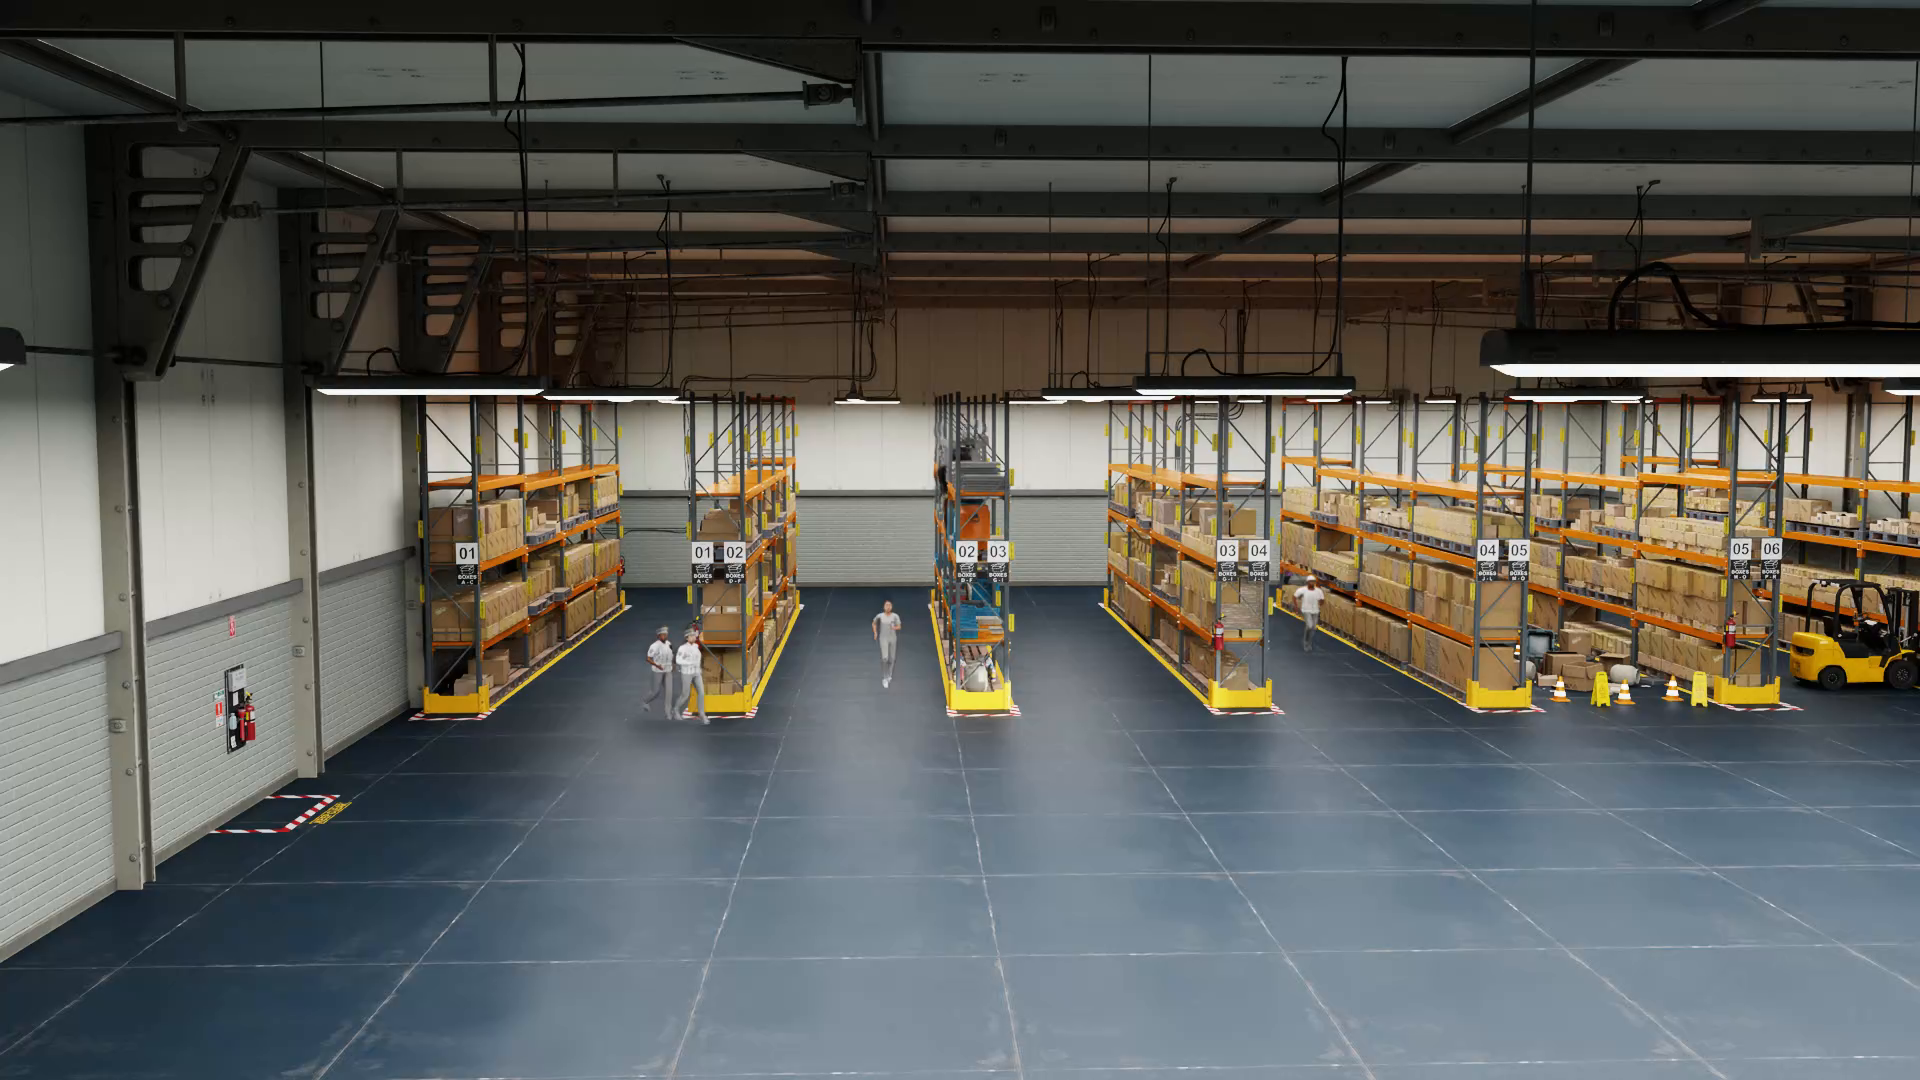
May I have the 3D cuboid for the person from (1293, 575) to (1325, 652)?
[{"bbox_3d":[8.211,1.727,38.958,0.671,1.801,0.720,-1,5,-11],"label":"person"}]

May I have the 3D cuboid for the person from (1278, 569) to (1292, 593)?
[{"bbox_3d":[9.614,1.042,48.701,0.665,1.565,0.543,-1,5,-11],"label":"person"}]

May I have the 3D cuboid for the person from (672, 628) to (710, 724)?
[{"bbox_3d":[-4.873,2.452,30.075,0.825,1.721,0.620,4,6,41],"label":"person"}]

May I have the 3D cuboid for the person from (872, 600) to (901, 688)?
[{"bbox_3d":[-1.444,2.050,33.107,0.531,1.716,0.730,-1,5,-14],"label":"person"}]

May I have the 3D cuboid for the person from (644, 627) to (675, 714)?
[{"bbox_3d":[-5.509,2.388,30.663,0.568,1.602,0.757,-4,6,-40],"label":"person"}]
